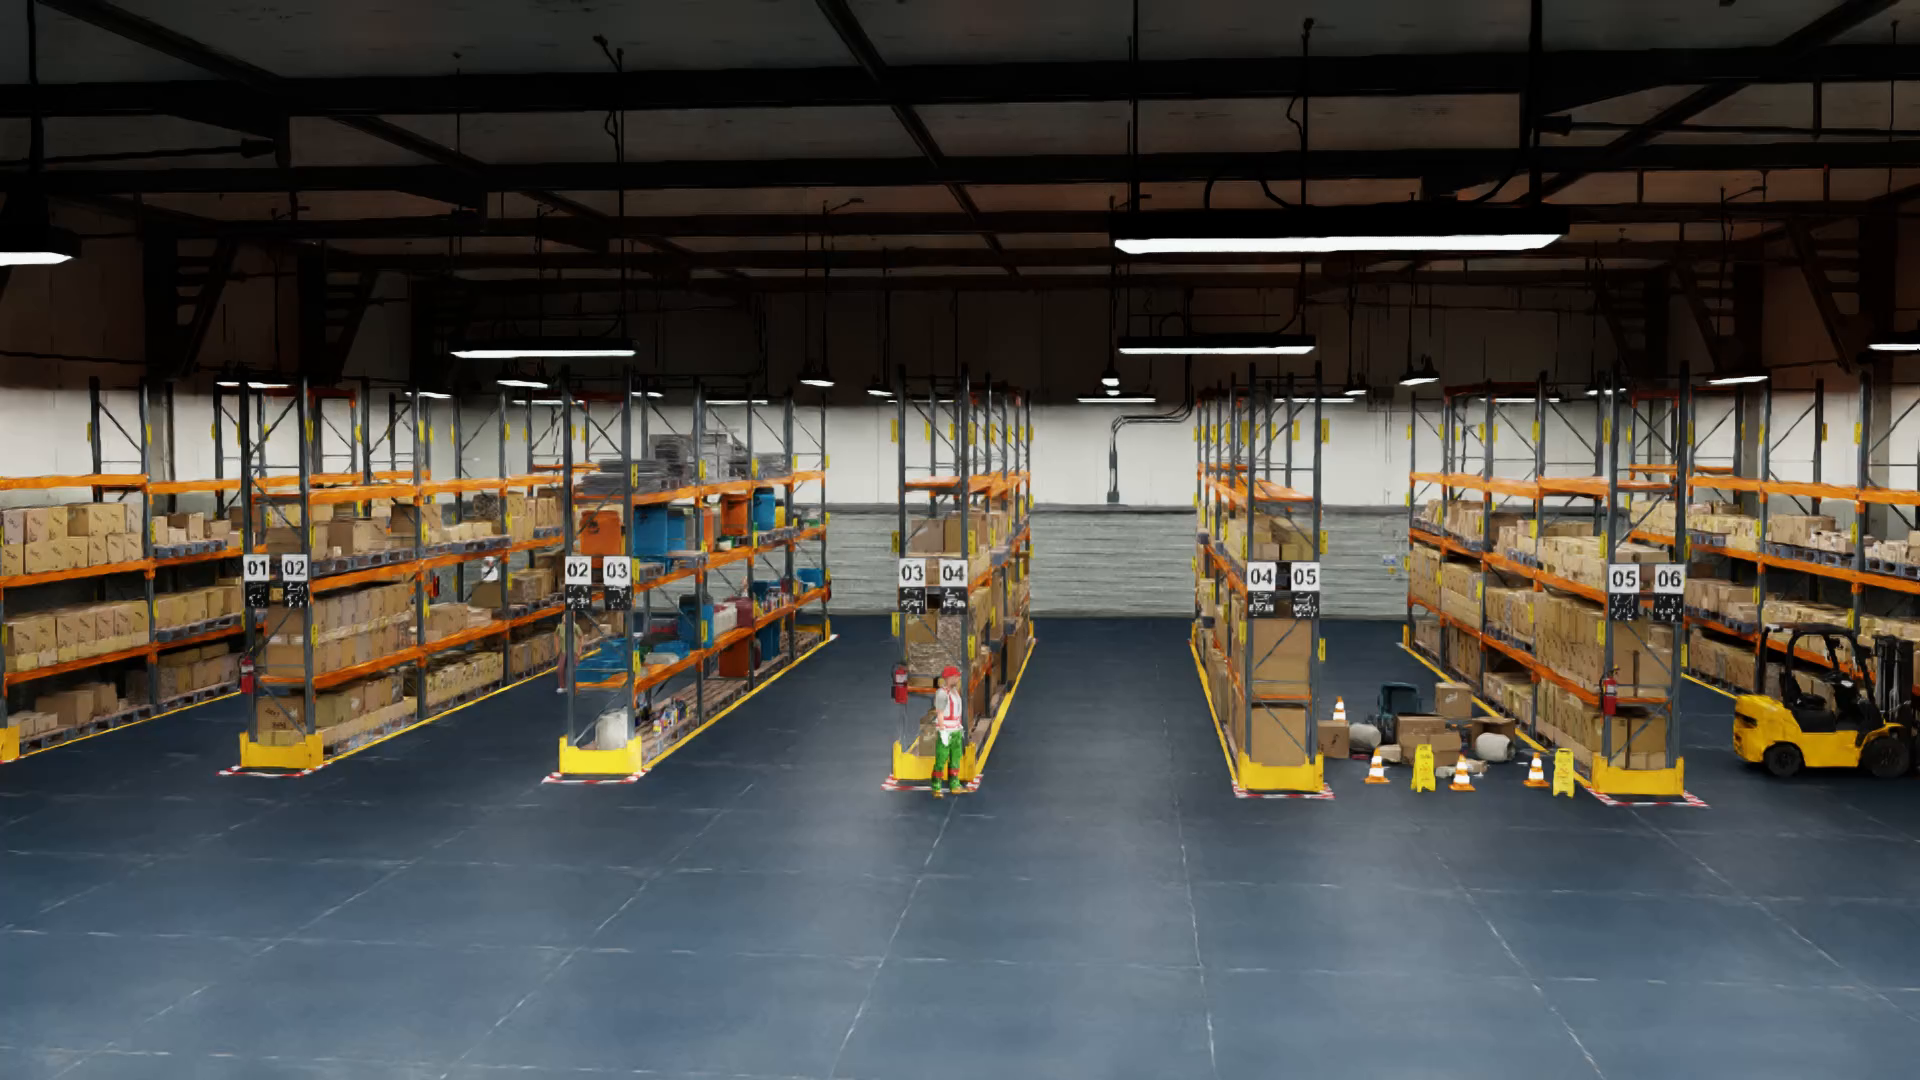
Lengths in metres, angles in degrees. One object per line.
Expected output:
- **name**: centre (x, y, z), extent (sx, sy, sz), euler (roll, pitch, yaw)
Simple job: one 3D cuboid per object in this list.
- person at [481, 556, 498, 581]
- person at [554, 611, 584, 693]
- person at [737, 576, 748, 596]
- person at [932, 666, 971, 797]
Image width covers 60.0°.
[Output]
- **person**: centre (-12.438, 1.276, 44.144), extent (0.529, 1.762, 0.719), euler (3, 5, 38)
- **person**: centre (-7.518, 2.149, 31.975), extent (0.598, 1.619, 0.507), euler (0, 4, 4)
- **person**: centre (-4.774, 1.694, 37.604), extent (0.616, 1.771, 0.570), euler (3, 5, 36)
- **person**: centre (-0.143, 2.622, 22.925), extent (0.420, 1.791, 0.627), euler (2, 4, 30)
